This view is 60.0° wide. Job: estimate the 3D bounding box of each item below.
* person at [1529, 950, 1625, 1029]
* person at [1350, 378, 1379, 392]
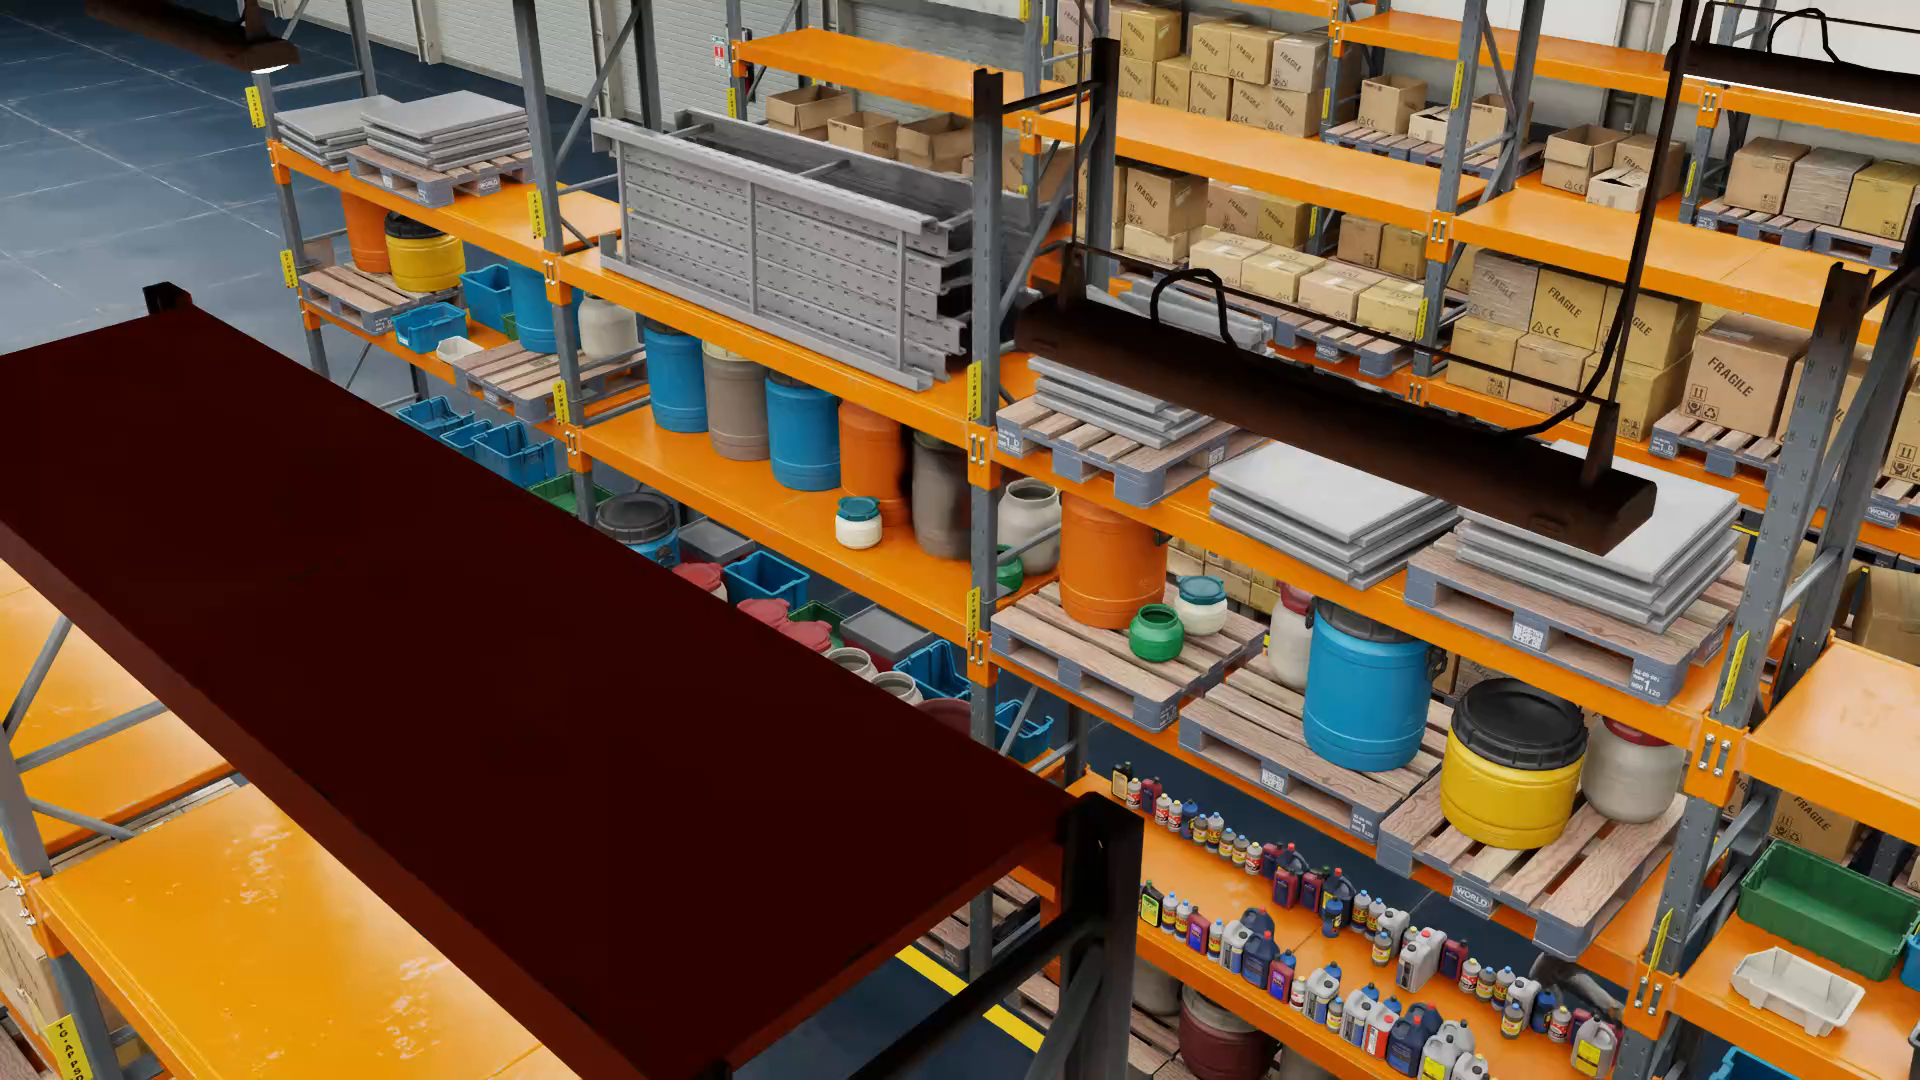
[{"bbox_3d":[3.832,2.472,10.115,0.650,1.726,0.707,25,38,36],"label":"person"},{"bbox_3d":[3.840,-0.812,15.967,0.737,1.663,0.592,24,37,36],"label":"person"}]
